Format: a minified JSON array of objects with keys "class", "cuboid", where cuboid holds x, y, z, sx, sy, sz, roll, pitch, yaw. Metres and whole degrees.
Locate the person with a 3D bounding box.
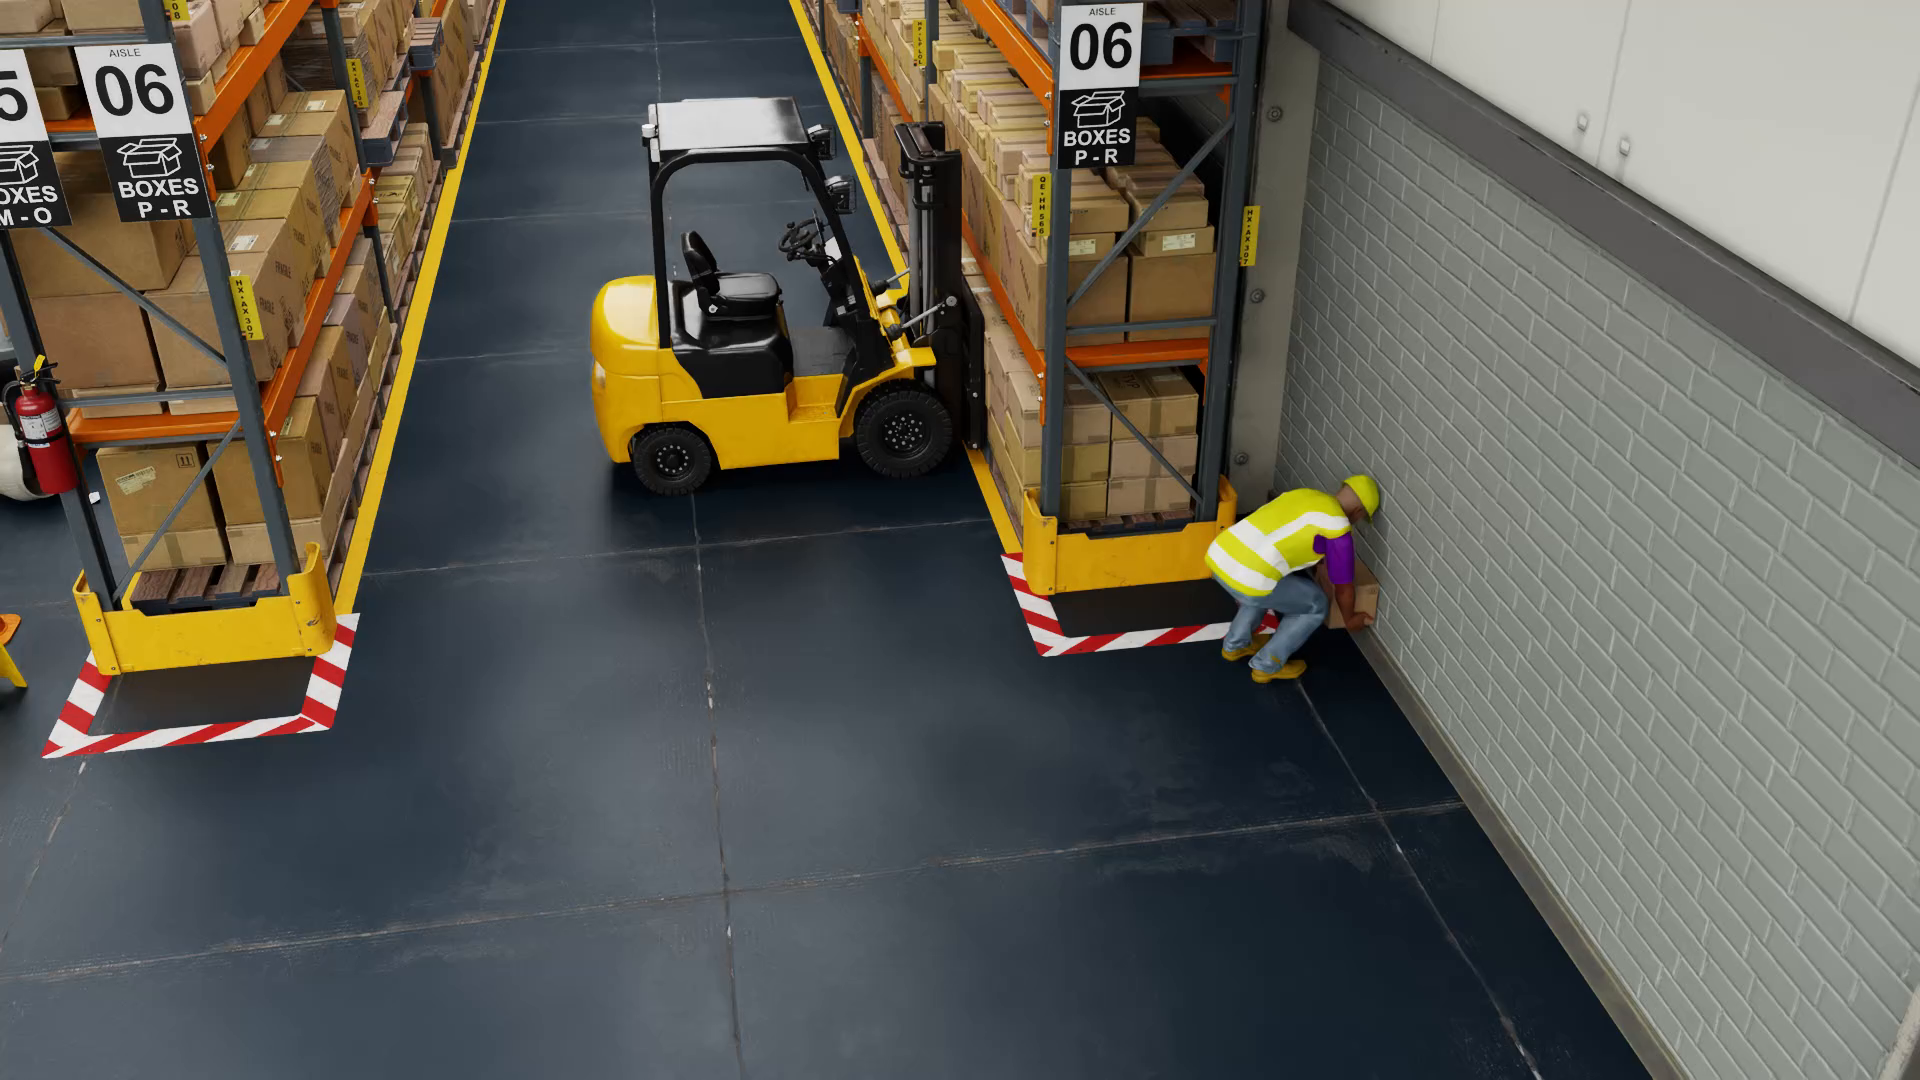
[{"class":"person","cuboid":[1.705,0.189,8.547,0.951,1.005,0.523,-13,33,-20]}]
